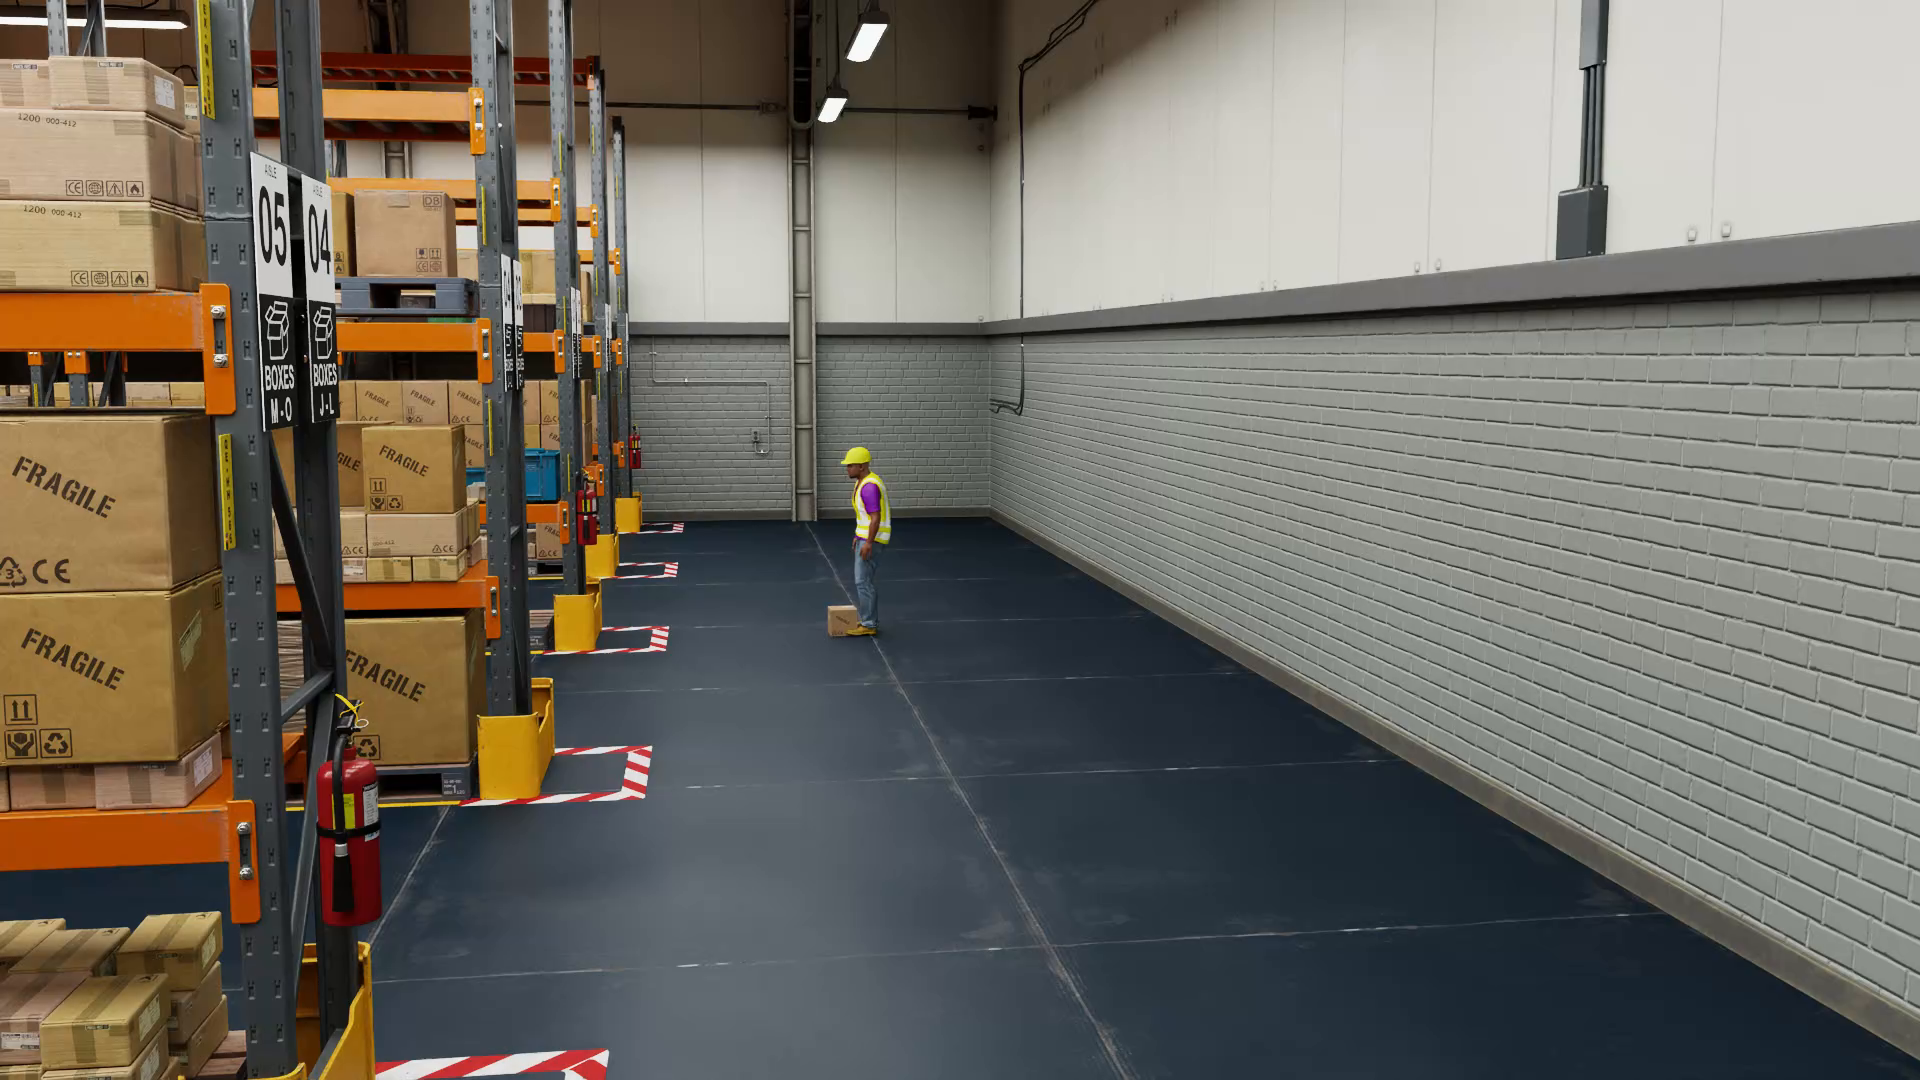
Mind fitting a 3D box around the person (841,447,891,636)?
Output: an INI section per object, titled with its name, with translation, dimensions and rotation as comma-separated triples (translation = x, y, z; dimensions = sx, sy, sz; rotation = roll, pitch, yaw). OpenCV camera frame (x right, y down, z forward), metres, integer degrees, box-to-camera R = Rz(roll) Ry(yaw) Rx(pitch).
[person]
translation = -0.886, 0.008, 15.578
dimensions = 0.461, 1.757, 0.636
rotation = -1, 7, -10
